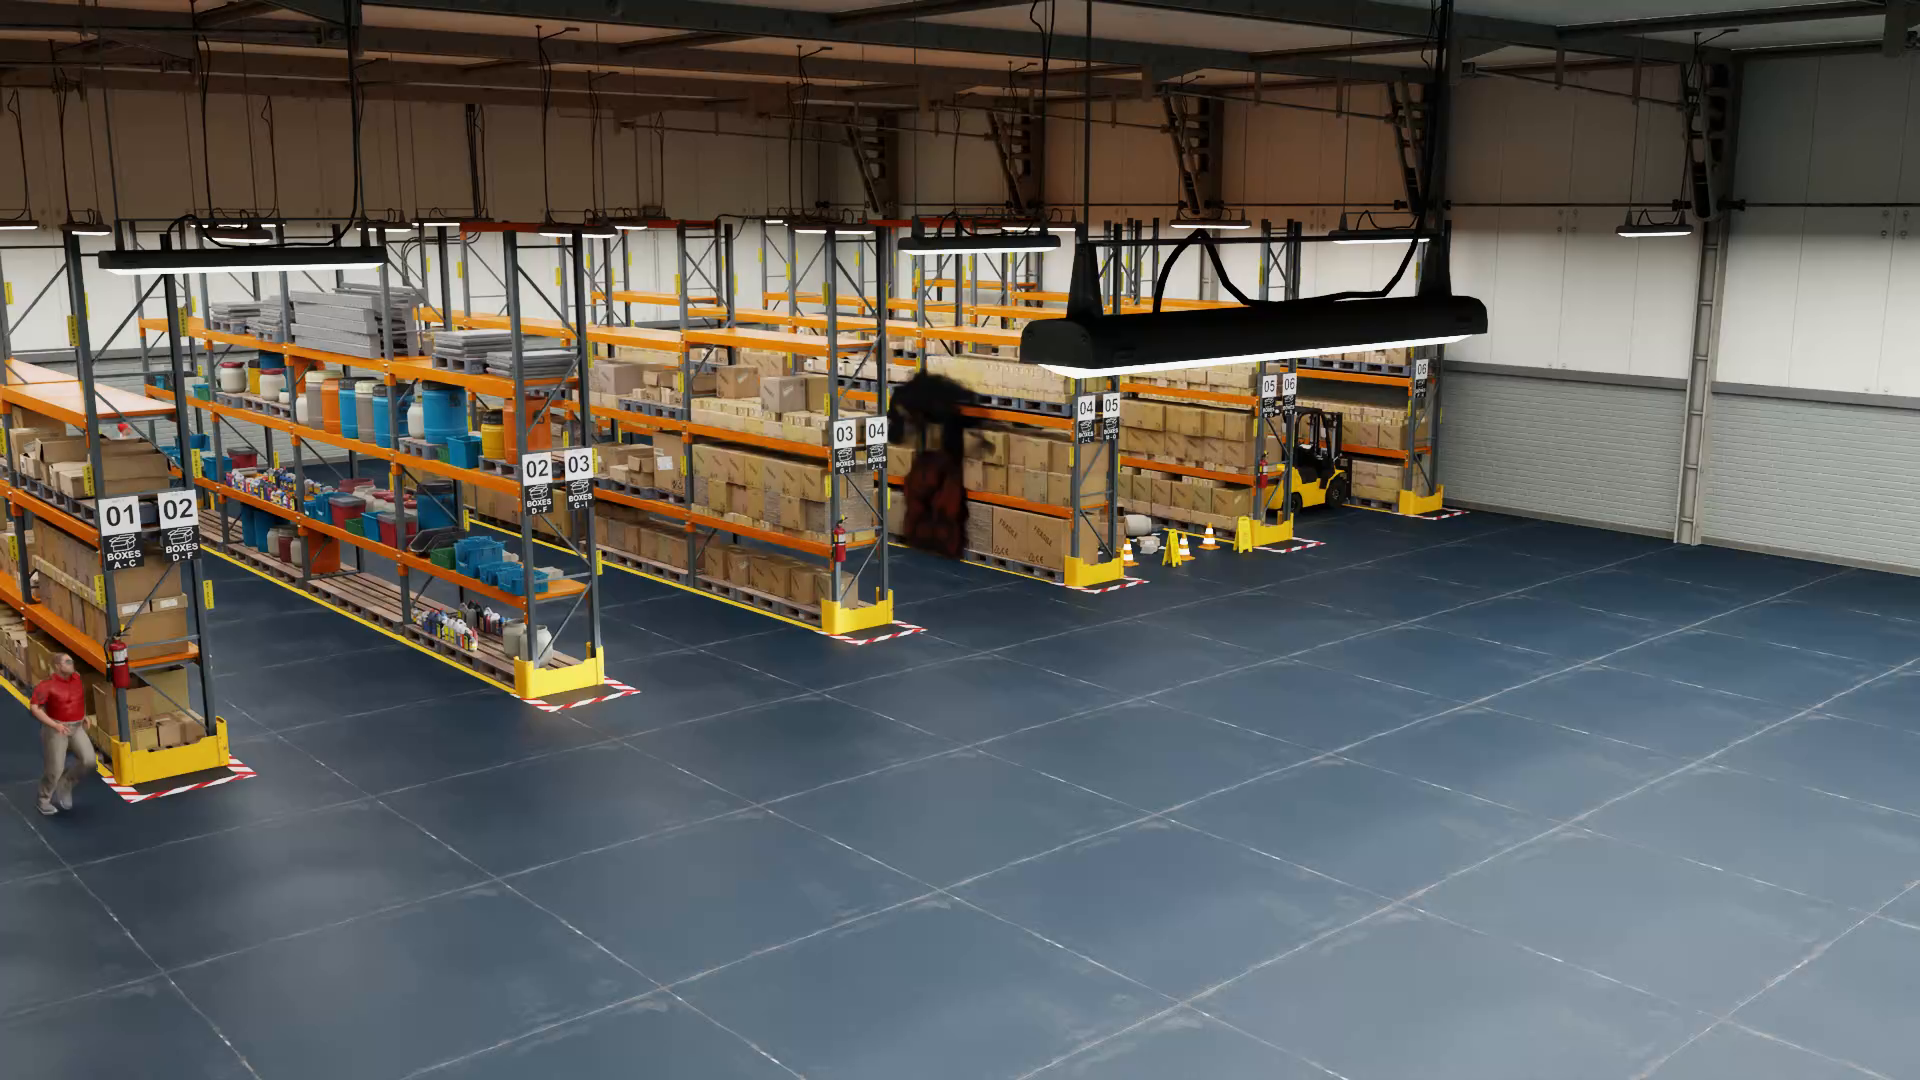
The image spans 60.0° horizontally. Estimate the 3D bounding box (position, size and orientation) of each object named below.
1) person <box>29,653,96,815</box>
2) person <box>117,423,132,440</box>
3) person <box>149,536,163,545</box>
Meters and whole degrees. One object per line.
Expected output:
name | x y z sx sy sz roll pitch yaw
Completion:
person | -9.458 2.024 17.625 0.589 1.677 0.724 5 12 22
person | -17.889 -1.642 35.618 0.677 1.752 0.670 -4 12 -18
person | -12.760 0.346 26.052 0.877 1.671 0.543 11 16 44
